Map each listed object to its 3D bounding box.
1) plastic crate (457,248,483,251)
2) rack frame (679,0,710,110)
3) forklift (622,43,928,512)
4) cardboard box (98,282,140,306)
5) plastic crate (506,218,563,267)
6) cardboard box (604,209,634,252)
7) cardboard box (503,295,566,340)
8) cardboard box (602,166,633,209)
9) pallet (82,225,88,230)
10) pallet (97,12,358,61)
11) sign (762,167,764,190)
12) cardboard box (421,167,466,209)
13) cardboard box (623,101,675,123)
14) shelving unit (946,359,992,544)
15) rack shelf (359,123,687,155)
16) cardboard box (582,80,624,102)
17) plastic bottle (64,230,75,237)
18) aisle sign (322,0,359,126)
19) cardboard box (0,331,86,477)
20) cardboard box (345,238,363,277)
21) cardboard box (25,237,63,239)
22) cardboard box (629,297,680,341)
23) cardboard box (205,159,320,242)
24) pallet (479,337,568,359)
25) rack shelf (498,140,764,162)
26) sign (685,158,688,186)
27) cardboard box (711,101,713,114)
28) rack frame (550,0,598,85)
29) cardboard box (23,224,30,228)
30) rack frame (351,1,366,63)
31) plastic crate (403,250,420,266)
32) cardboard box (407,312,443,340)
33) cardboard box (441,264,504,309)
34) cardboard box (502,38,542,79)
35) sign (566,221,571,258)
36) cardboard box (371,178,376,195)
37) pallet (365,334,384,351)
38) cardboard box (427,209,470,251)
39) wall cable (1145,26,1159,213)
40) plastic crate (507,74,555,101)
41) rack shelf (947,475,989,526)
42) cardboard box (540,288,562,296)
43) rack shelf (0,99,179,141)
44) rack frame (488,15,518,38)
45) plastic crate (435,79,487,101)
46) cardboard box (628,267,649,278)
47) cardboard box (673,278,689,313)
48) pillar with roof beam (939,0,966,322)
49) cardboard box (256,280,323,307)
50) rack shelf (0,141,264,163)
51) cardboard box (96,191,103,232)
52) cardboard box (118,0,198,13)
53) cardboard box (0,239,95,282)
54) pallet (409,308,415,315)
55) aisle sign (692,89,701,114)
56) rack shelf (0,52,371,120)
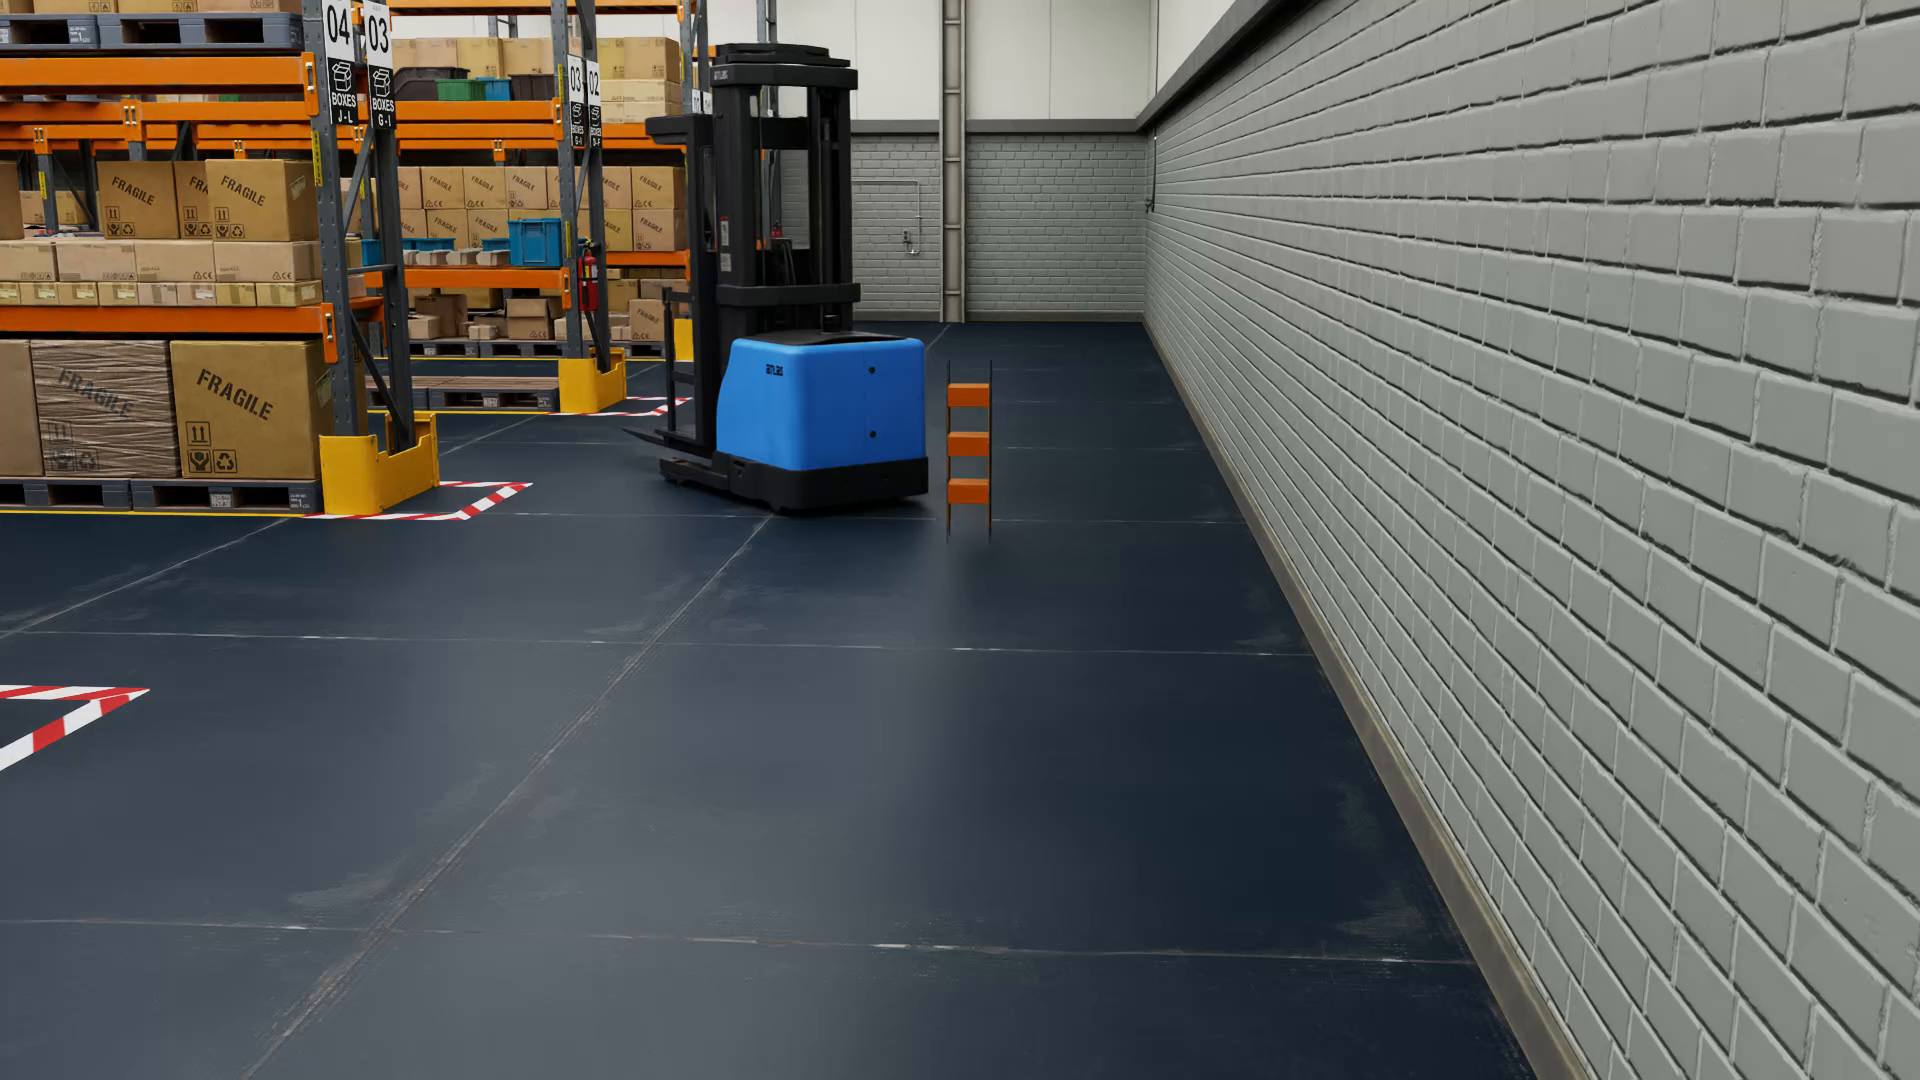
[{"bbox_3d":[-4.742,-2.758,16.124,0.298,0.136,0.250,1,12,4],"label":"plastic crate"},{"bbox_3d":[-3.192,-6.705,19.842,0.127,3.000,1.000,1,12,4],"label":"rack frame"},{"bbox_3d":[-1.465,-1.864,11.519,1.130,2.935,3.031,-8,14,-34],"label":"forklift"},{"bbox_3d":[-5.254,-1.573,10.574,0.250,0.149,0.380,1,12,2],"label":"cardboard box"},{"bbox_3d":[-3.873,-2.769,15.449,0.499,0.435,0.616,1,12,4],"label":"plastic crate"},{"bbox_3d":[-4.175,-3.774,20.240,0.500,0.500,0.500,1,12,4],"label":"cardboard box"},{"bbox_3d":[-5.308,-2.792,20.811,0.637,0.503,0.797,1,12,4],"label":"cardboard box"},{"bbox_3d":[-4.158,-4.263,20.136,0.500,0.500,0.500,1,12,5],"label":"cardboard box"},{"bbox_3d":[-12.824,-4.815,25.927,1.213,0.211,1.003,1,12,4],"label":"pallet"},{"bbox_3d":[-4.598,-3.177,10.522,1.213,0.211,1.003,1,12,4],"label":"pallet"},{"bbox_3d":[-2.914,-5.352,24.622,0.005,0.325,0.100,1,12,4],"label":"sign"},{"bbox_3d":[-6.216,-4.290,20.266,0.500,0.500,0.500,0,12,2],"label":"cardboard box"},{"bbox_3d":[-3.722,-5.116,19.941,0.500,0.250,0.500,1,12,4],"label":"cardboard box"},{"bbox_3d":[0.053,-0.513,9.657,0.252,1.050,0.215,1,12,4],"label":"shelving unit"},{"bbox_3d":[-5.187,-4.912,20.354,4.000,0.370,1.077,1,12,4],"label":"rack shelf"},{"bbox_3d":[-4.220,-5.369,19.930,0.500,0.250,0.500,1,12,4],"label":"cardboard box"},{"bbox_3d":[-8.447,-2.762,15.767,0.185,0.351,0.144,1,12,4],"label":"plastic bottle"},{"bbox_3d":[-3.806,-2.955,10.218,0.004,0.787,0.394,1,12,4],"label":"aisle sign"},{"bbox_3d":[-6.297,-0.927,11.038,0.875,0.875,0.875,1,12,4],"label":"cardboard box"},{"bbox_3d":[-4.318,-1.878,11.062,0.500,0.250,0.500,0,12,2],"label":"cardboard box"},{"bbox_3d":[-6.364,-1.905,11.191,0.500,0.250,0.500,1,12,5],"label":"cardboard box"},{"bbox_3d":[-3.751,-2.717,20.462,0.500,0.500,0.500,1,12,4],"label":"cardboard box"},{"bbox_3d":[-4.361,-2.137,10.465,0.500,0.500,0.500,1,12,4],"label":"cardboard box"},{"bbox_3d":[-5.277,-2.432,20.880,1.213,0.211,1.003,1,12,4],"label":"pallet"},{"bbox_3d":[-4.860,-5.924,25.192,4.000,0.370,1.077,1,12,4],"label":"rack shelf"},{"bbox_3d":[-3.249,-4.377,19.765,0.005,0.325,0.100,1,12,4],"label":"sign"},{"bbox_3d":[-3.613,-6.385,24.738,0.500,0.250,0.500,1,12,5],"label":"cardboard box"},{"bbox_3d":[-3.526,-5.693,15.005,0.127,3.000,1.000,1,12,4],"label":"rack frame"},{"bbox_3d":[-12.053,-3.886,21.236,0.500,0.311,0.500,1,12,3],"label":"cardboard box"},{"bbox_3d":[-7.183,-6.759,20.104,0.127,3.000,1.000,1,12,4],"label":"rack frame"},{"bbox_3d":[-5.216,-2.637,15.545,0.250,0.136,0.298,1,12,4],"label":"plastic crate"},{"bbox_3d":[-6.778,-2.672,20.709,0.500,0.311,0.500,1,12,4],"label":"cardboard box"},{"bbox_3d":[-7.513,-3.971,25.649,0.750,0.750,0.750,1,12,4],"label":"cardboard box"},{"bbox_3d":[-5.197,-5.814,20.222,0.500,0.500,0.700,1,12,4],"label":"cardboard box"},{"bbox_3d":[-3.547,-2.724,15.064,0.005,0.325,0.100,1,12,4],"label":"sign"},{"bbox_3d":[-8.865,-5.383,25.326,0.500,0.250,0.500,1,12,3],"label":"cardboard box"},{"bbox_3d":[-7.997,-2.461,21.020,1.213,0.211,1.003,1,12,4],"label":"pallet"},{"bbox_3d":[-6.181,-3.803,20.378,0.500,0.500,0.500,1,12,5],"label":"cardboard box"},{"bbox_3d":[2.755,-6.046,24.279,0.112,2.526,3.097,1,12,4],"label":"wall cable"},{"bbox_3d":[-3.892,-4.223,15.622,0.590,0.269,0.497,1,12,4],"label":"plastic crate"},{"bbox_3d":[0.053,-0.231,9.716,0.240,0.259,0.215,1,12,4],"label":"rack shelf"},{"bbox_3d":[-6.116,-3.786,25.620,0.500,0.500,0.700,1,12,4],"label":"cardboard box"},{"bbox_3d":[-9.513,-3.955,15.778,4.000,0.370,1.077,1,12,4],"label":"rack shelf"},{"bbox_3d":[-6.855,-7.771,24.942,0.127,3.000,1.000,1,12,4],"label":"rack frame"},{"bbox_3d":[-4.529,-4.076,15.119,0.336,0.188,0.450,1,12,4],"label":"plastic crate"},{"bbox_3d":[-4.949,-4.129,25.674,0.250,0.149,0.380,1,12,3],"label":"cardboard box"},{"bbox_3d":[-4.069,-3.758,25.488,0.500,0.500,0.700,1,12,4],"label":"cardboard box"},{"bbox_3d":[-0.400,-6.977,21.144,0.400,9.000,9.100,1,12,4],"label":"pillar with roof beam"},{"bbox_3d":[-4.235,-1.559,10.509,0.250,0.149,0.380,1,12,5],"label":"cardboard box"},{"bbox_3d":[-12.842,-6.033,25.715,4.000,0.370,1.077,1,12,4],"label":"rack shelf"},{"bbox_3d":[-10.538,-4.147,20.995,0.500,0.500,0.700,-3,12,-15],"label":"cardboard box"},{"bbox_3d":[-4.933,-3.545,10.547,0.500,0.500,0.700,0,12,2],"label":"cardboard box"},{"bbox_3d":[-5.892,-1.789,10.636,0.500,0.250,0.500,1,12,4],"label":"cardboard box"},{"bbox_3d":[-8.851,-3.481,25.896,1.213,0.211,1.003,1,12,4],"label":"pallet"},{"bbox_3d":[-3.144,-4.977,19.886,0.004,0.787,0.394,1,12,4],"label":"aisle sign"},{"bbox_3d":[-5.853,-2.888,10.679,4.000,0.370,1.077,1,12,4],"label":"rack shelf"}]
